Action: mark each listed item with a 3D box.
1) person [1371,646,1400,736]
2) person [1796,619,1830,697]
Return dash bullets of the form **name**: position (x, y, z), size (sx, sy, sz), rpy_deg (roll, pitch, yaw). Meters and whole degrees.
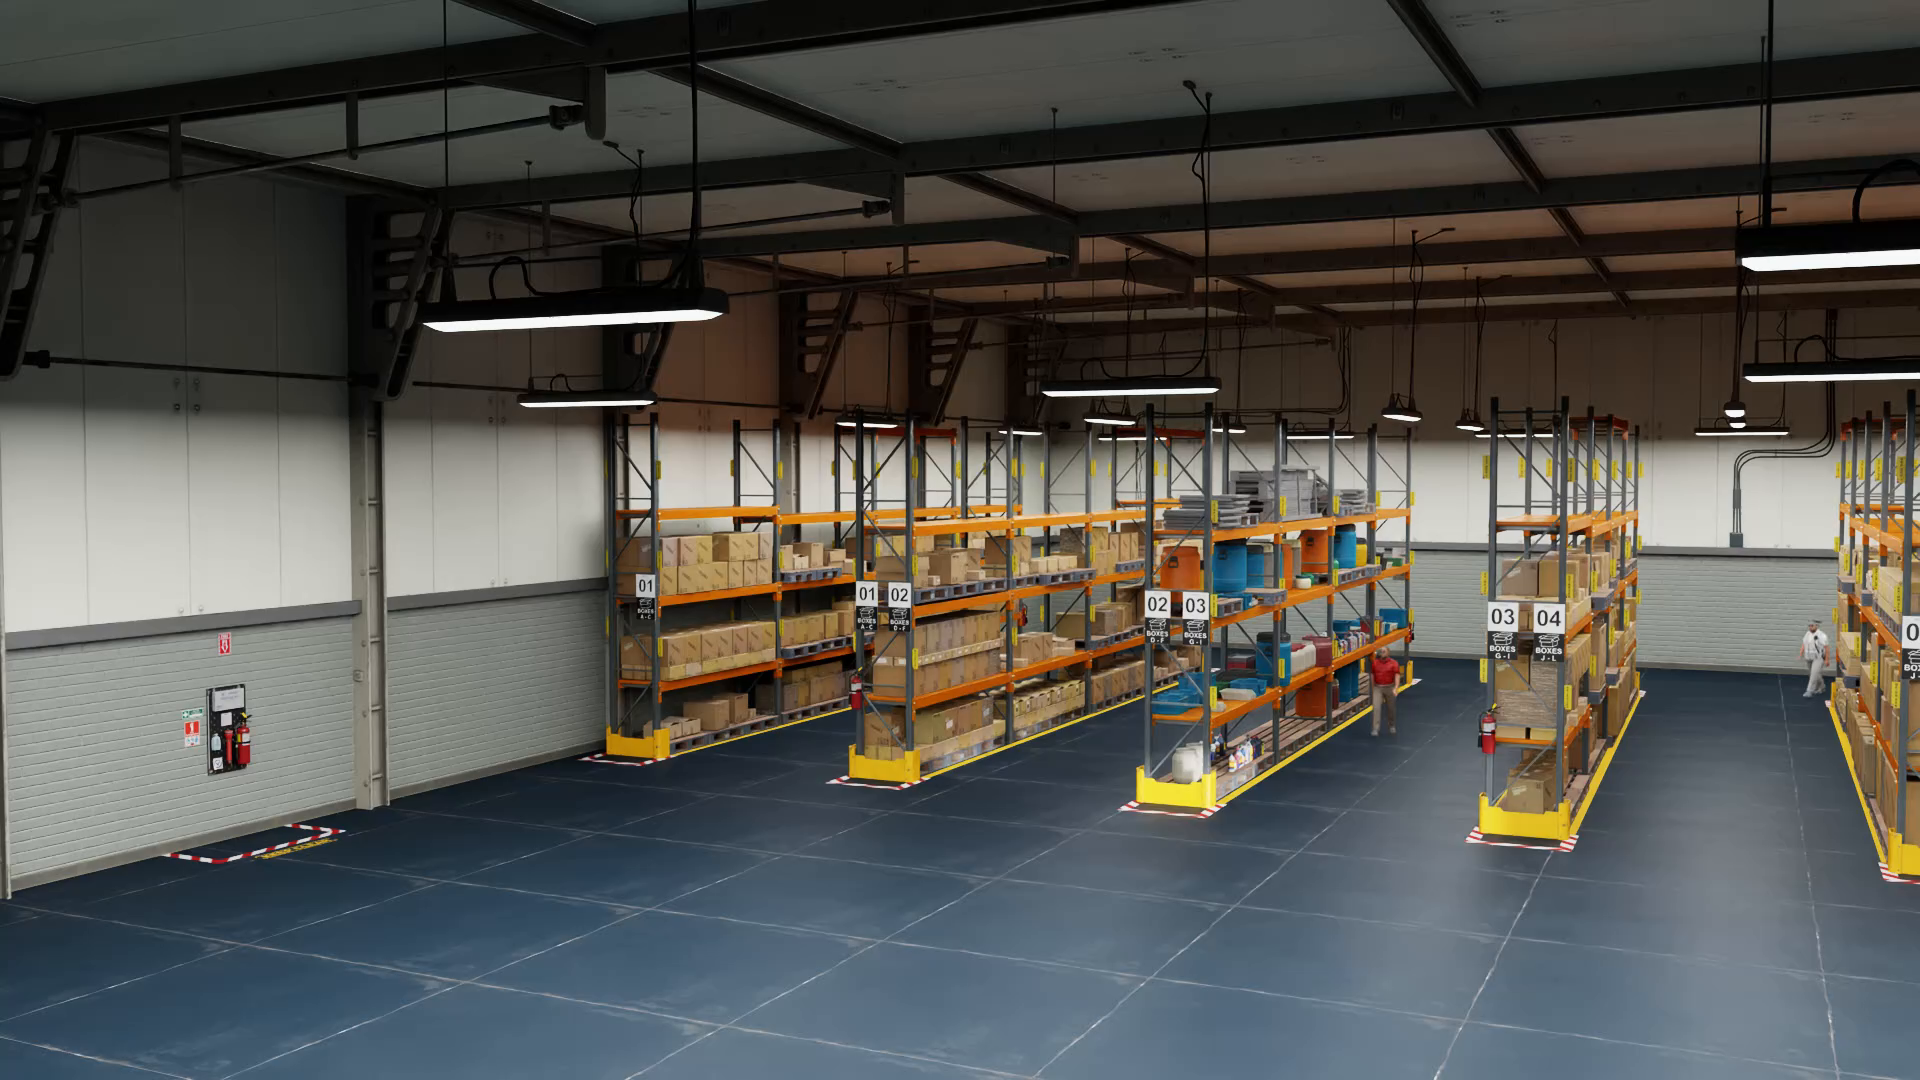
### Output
- **person**: position (7.961, 2.828, 31.187), size (0.563, 1.671, 1.002), rpy_deg (1, 3, 24)
- **person**: position (18.830, 2.580, 36.663), size (1.114, 1.690, 0.595), rpy_deg (-1, 3, -30)
